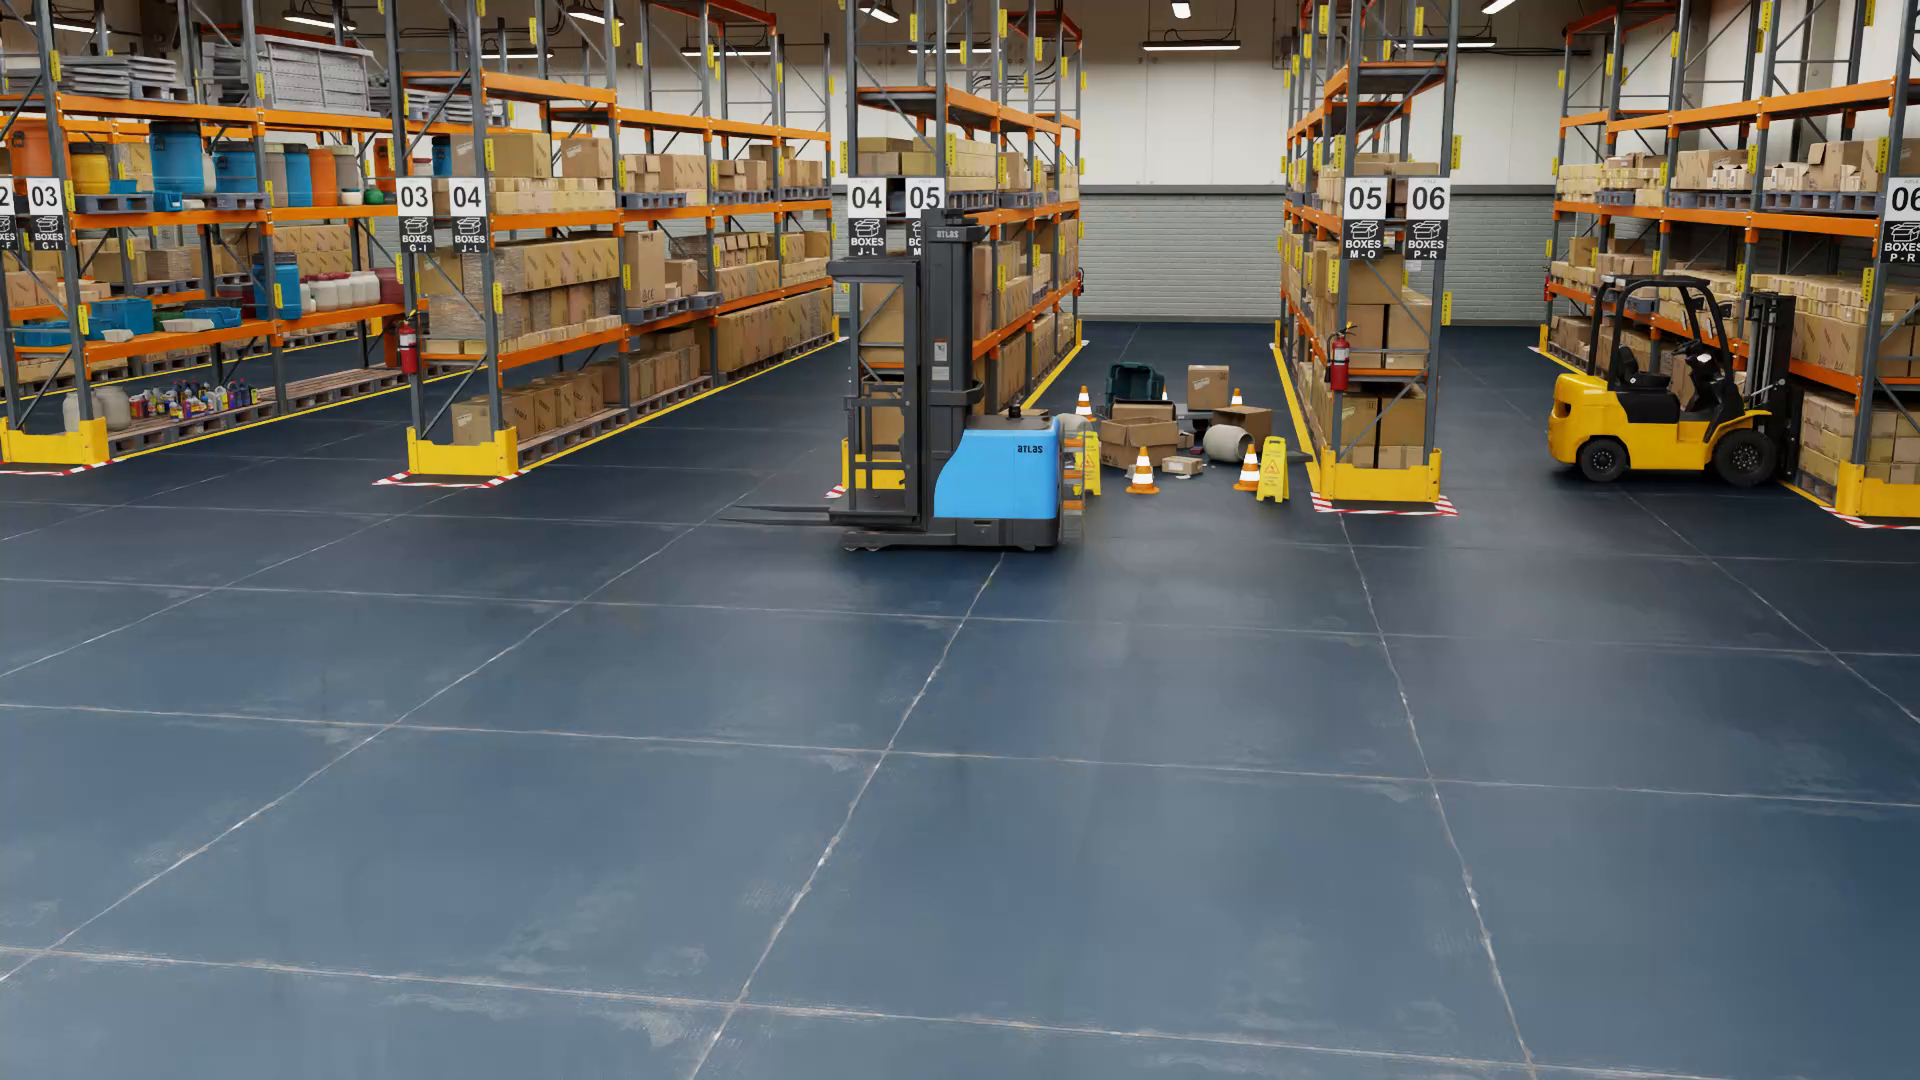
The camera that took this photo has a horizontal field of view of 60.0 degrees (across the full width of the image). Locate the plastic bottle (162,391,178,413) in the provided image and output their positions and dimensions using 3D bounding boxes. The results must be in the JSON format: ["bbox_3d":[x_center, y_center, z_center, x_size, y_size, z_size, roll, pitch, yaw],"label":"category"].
[{"bbox_3d":[-10.282,-1.800,21.645,0.152,0.276,0.135,2,12,9],"label":"plastic bottle"}]

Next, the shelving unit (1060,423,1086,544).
[{"bbox_3d":[1.010,-0.505,14.844,0.215,1.050,0.252,1,12,4],"label":"shelving unit"}]

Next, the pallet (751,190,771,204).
[{"bbox_3d":[-3.772,-5.883,28.507,0.805,0.209,1.217,1,12,6],"label":"pallet"}]

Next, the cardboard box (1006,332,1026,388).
[{"bbox_3d":[0.408,-2.670,24.607,1.050,0.750,0.750,2,12,8],"label":"cardboard box"}]

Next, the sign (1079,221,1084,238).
[{"bbox_3d":[2.366,-6.052,32.458,0.100,0.325,0.005,2,12,9],"label":"sign"}]

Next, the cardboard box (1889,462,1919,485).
[{"bbox_3d":[9.441,-0.681,16.563,0.500,0.250,0.500,2,12,9],"label":"cardboard box"}]

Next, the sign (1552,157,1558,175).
[{"bbox_3d":[11.097,-6.966,31.000,0.100,0.325,0.005,2,12,9],"label":"sign"}]

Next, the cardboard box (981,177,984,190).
[{"bbox_3d":[0.079,-4.156,19.400,0.380,0.149,0.250,2,12,10],"label":"cardboard box"}]

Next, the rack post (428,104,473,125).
[{"bbox_3d":[-8.759,-7.126,27.887,0.937,0.300,0.954,3,13,15],"label":"rack post"}]

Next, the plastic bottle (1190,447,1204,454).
[{"bbox_3d":[2.830,-1.072,19.823,0.133,0.061,0.283,4,13,18],"label":"plastic bottle"}]

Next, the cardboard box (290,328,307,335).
[{"bbox_3d":[-13.066,-4.115,32.651,0.380,0.166,0.250,2,12,9],"label":"cardboard box"}]

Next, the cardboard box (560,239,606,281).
[{"bbox_3d":[-4.783,-3.514,20.862,0.500,0.500,0.500,2,12,9],"label":"cardboard box"}]

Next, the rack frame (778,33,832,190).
[{"bbox_3d":[-3.065,-8.468,32.927,1.000,3.000,0.127,2,12,9],"label":"rack frame"}]

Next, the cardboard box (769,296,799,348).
[{"bbox_3d":[-3.499,-4.004,30.501,0.875,0.875,0.875,2,12,9],"label":"cardboard box"}]

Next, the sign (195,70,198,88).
[{"bbox_3d":[-14.001,-8.474,30.549,0.100,0.325,0.005,2,12,9],"label":"sign"}]

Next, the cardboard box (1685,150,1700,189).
[{"bbox_3d":[10.071,-4.907,22.053,0.700,0.500,0.500,2,12,8],"label":"cardboard box"}]

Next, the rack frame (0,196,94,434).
[{"bbox_3d":[-10.419,-2.365,18.849,1.000,3.000,0.127,2,12,9],"label":"rack frame"}]

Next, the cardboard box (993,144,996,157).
[{"bbox_3d":[0.234,-4.757,20.295,0.380,0.149,0.250,2,12,8],"label":"cardboard box"}]

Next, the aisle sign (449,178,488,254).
[{"bbox_3d":[-5.238,-3.453,17.726,0.394,0.787,0.004,2,12,9],"label":"aisle sign"}]

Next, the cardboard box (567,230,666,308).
[{"bbox_3d":[-4.650,-3.697,22.607,1.000,1.000,1.000,2,12,9],"label":"cardboard box"}]

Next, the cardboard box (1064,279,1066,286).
[{"bbox_3d":[1.727,-4.722,30.383,0.380,0.149,0.250,2,12,11],"label":"cardboard box"}]

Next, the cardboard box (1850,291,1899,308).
[{"bbox_3d":[9.026,-2.369,16.382,0.380,0.149,0.250,2,12,9],"label":"cardboard box"}]

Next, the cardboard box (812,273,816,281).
[{"bbox_3d":[-2.989,-5.061,31.955,0.380,0.149,0.250,2,12,9],"label":"cardboard box"}]

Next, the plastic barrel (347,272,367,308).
[{"bbox_3d":[-9.201,-3.777,25.132,0.421,0.512,0.421,0,12,0],"label":"plastic barrel"}]

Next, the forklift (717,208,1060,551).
[{"bbox_3d":[-0.628,-1.445,14.743,3.031,2.935,1.130,1,12,5],"label":"forklift"}]

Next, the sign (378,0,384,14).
[{"bbox_3d":[-6.071,-5.694,17.461,0.100,0.325,0.005,2,12,9],"label":"sign"}]

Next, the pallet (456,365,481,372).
[{"bbox_3d":[-8.919,-3.086,28.813,1.003,0.211,1.213,2,12,9],"label":"pallet"}]

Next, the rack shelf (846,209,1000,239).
[{"bbox_3d":[-0.332,-3.554,18.953,1.077,0.370,4.000,2,12,9],"label":"rack shelf"}]

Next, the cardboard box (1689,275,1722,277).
[{"bbox_3d":[9.874,-3.429,22.009,0.380,0.149,0.250,2,12,10],"label":"cardboard box"}]

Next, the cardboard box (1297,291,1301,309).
[{"bbox_3d":[5.318,-3.590,24.885,0.500,0.250,0.500,1,12,7],"label":"cardboard box"}]

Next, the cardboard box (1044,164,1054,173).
[{"bbox_3d":[1.490,-6.406,28.702,0.380,0.149,0.250,2,12,8],"label":"cardboard box"}]

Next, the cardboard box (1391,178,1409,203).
[{"bbox_3d":[4.607,-3.518,16.729,0.500,0.250,0.500,2,12,8],"label":"cardboard box"}]

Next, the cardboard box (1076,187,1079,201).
[{"bbox_3d":[2.012,-6.644,31.937,0.500,0.250,0.500,2,12,7],"label":"cardboard box"}]

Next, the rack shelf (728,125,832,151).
[{"bbox_3d":[-3.372,-7.505,31.114,1.077,0.370,4.000,2,12,9],"label":"rack shelf"}]

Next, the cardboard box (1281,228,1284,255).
[{"bbox_3d":[6.372,-5.661,31.533,0.500,0.500,0.500,2,12,7],"label":"cardboard box"}]

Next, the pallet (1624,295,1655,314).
[{"bbox_3d":[10.437,-3.439,24.285,1.213,0.211,1.003,2,12,9],"label":"pallet"}]

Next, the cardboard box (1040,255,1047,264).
[{"bbox_3d":[1.255,-4.695,27.846,0.380,0.149,0.250,1,12,7],"label":"cardboard box"}]

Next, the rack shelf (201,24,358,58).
[{"bbox_3d":[-13.160,-9.647,32.214,1.077,0.370,4.000,2,12,9],"label":"rack shelf"}]

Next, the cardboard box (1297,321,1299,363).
[{"bbox_3d":[6.096,-3.417,27.775,0.875,0.875,0.875,2,12,10],"label":"cardboard box"}]

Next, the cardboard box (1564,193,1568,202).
[{"bbox_3d":[11.143,-6.182,30.037,0.380,0.149,0.250,2,12,10],"label":"cardboard box"}]

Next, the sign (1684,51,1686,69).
[{"bbox_3d":[11.567,-7.672,26.638,0.100,0.325,0.005,2,12,9],"label":"sign"}]

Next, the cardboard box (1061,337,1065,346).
[{"bbox_3d":[1.739,-3.670,30.671,0.380,0.149,0.250,2,12,7],"label":"cardboard box"}]

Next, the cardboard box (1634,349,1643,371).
[{"bbox_3d":[10.342,-2.571,24.741,0.500,0.500,0.500,2,12,8],"label":"cardboard box"}]

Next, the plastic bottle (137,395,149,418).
[{"bbox_3d":[-10.399,-1.697,21.153,0.061,0.283,0.133,2,12,9],"label":"plastic bottle"}]

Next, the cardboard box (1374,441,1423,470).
[{"bbox_3d":[4.664,-0.904,17.598,0.500,0.250,0.500,2,12,8],"label":"cardboard box"}]

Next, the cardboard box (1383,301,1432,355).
[{"bbox_3d":[4.614,-2.168,16.989,0.500,0.500,0.500,2,12,8],"label":"cardboard box"}]

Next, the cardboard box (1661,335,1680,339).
[{"bbox_3d":[10.937,-3.059,25.464,0.380,0.149,0.250,2,12,9],"label":"cardboard box"}]

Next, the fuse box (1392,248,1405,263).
[{"bbox_3d":[9.625,-5.661,37.199,0.539,1.711,0.414,2,12,9],"label":"fuse box"}]

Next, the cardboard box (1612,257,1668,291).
[{"bbox_3d":[10.522,-4.111,25.716,0.700,0.500,0.500,2,12,8],"label":"cardboard box"}]

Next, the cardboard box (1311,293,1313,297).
[{"bbox_3d":[4.887,-3.430,21.850,0.500,0.500,0.500,2,12,11],"label":"cardboard box"}]

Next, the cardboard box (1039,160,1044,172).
[{"bbox_3d":[1.039,-6.166,28.132,0.700,0.500,0.500,2,12,9],"label":"cardboard box"}]

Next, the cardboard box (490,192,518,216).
[{"bbox_3d":[-5.196,-3.690,18.231,0.500,0.250,0.500,2,12,10],"label":"cardboard box"}]

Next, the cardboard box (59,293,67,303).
[{"bbox_3d":[-14.223,-3.802,26.111,0.380,0.149,0.250,3,12,13],"label":"cardboard box"}]

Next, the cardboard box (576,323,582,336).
[{"bbox_3d":[-4.894,-2.602,20.543,0.380,0.149,0.250,2,12,9],"label":"cardboard box"}]

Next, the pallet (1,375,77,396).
[{"bbox_3d":[-14.438,-2.406,25.654,1.003,0.211,1.213,2,12,9],"label":"pallet"}]
